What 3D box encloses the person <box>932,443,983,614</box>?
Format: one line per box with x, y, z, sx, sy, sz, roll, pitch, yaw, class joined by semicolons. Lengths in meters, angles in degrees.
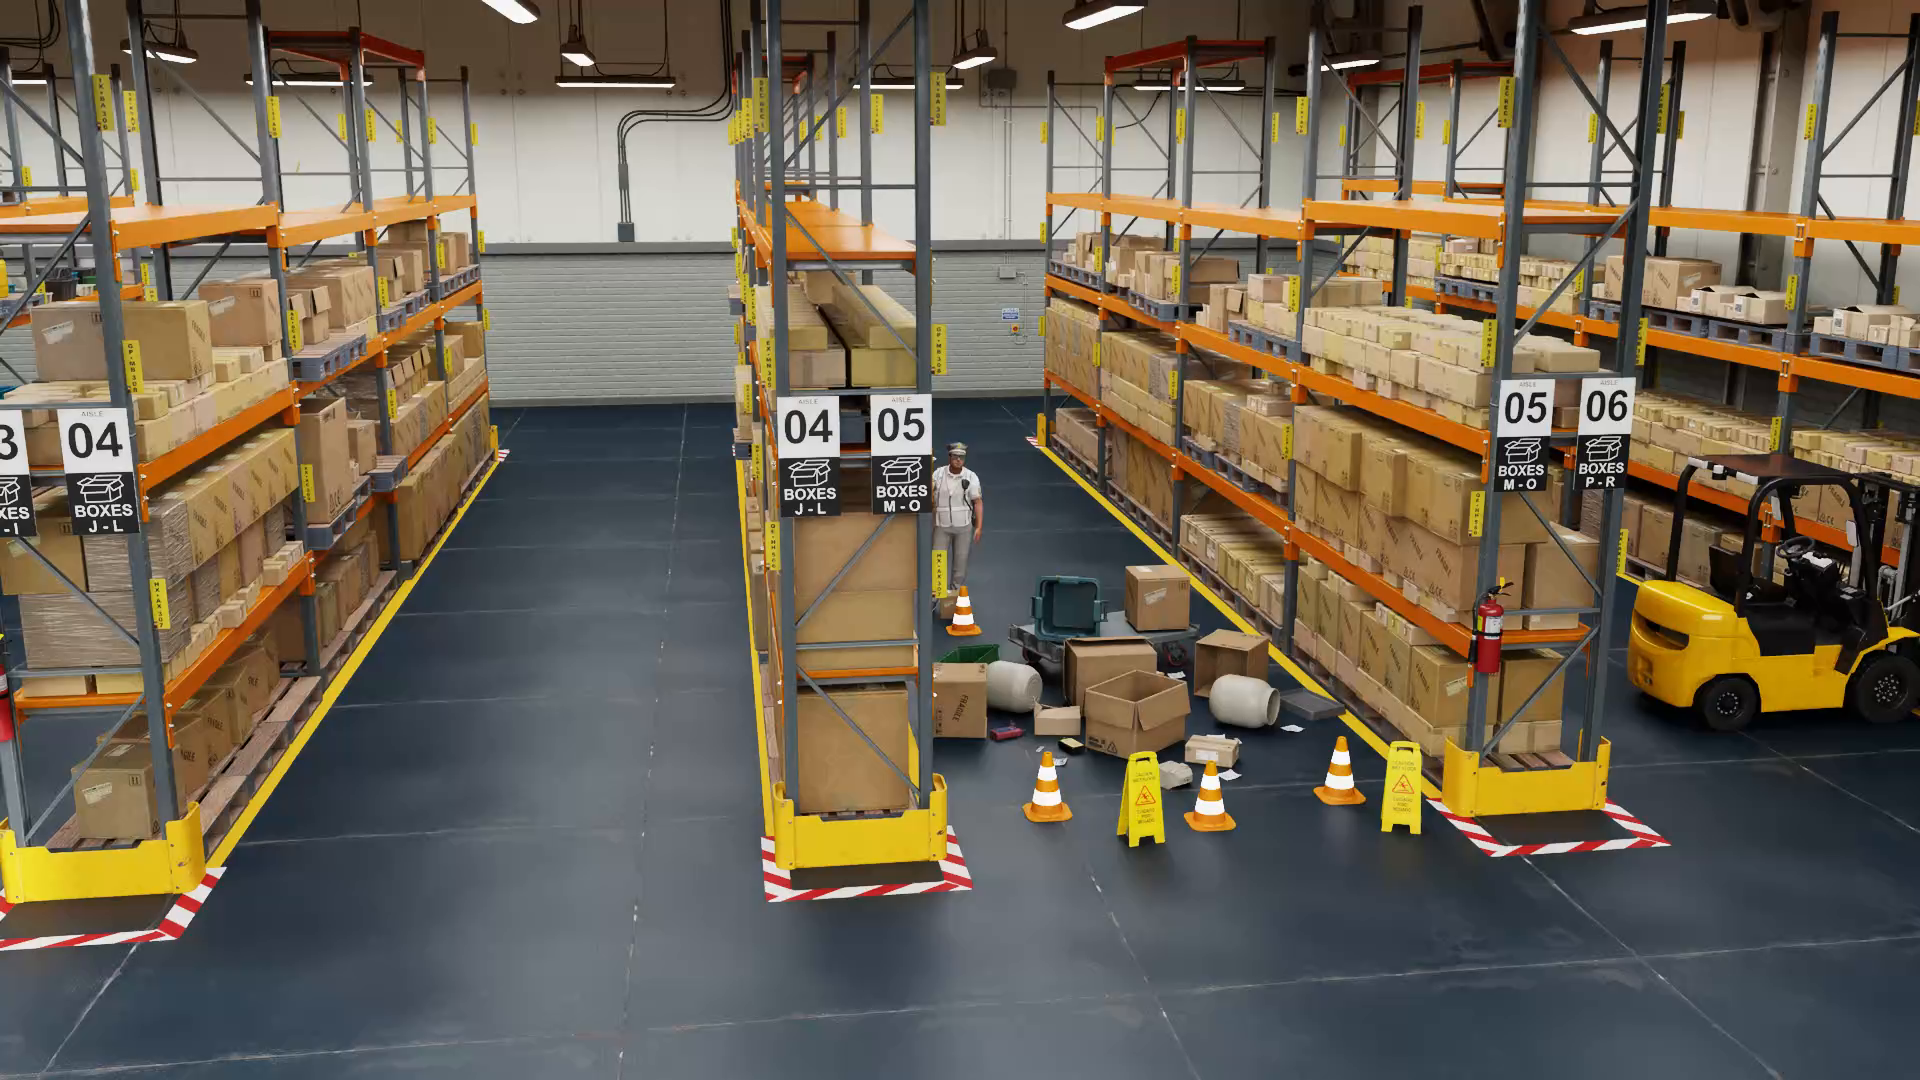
-0.087;-0.129;17.418;0.640;1.781;0.575;1;13;4;person
